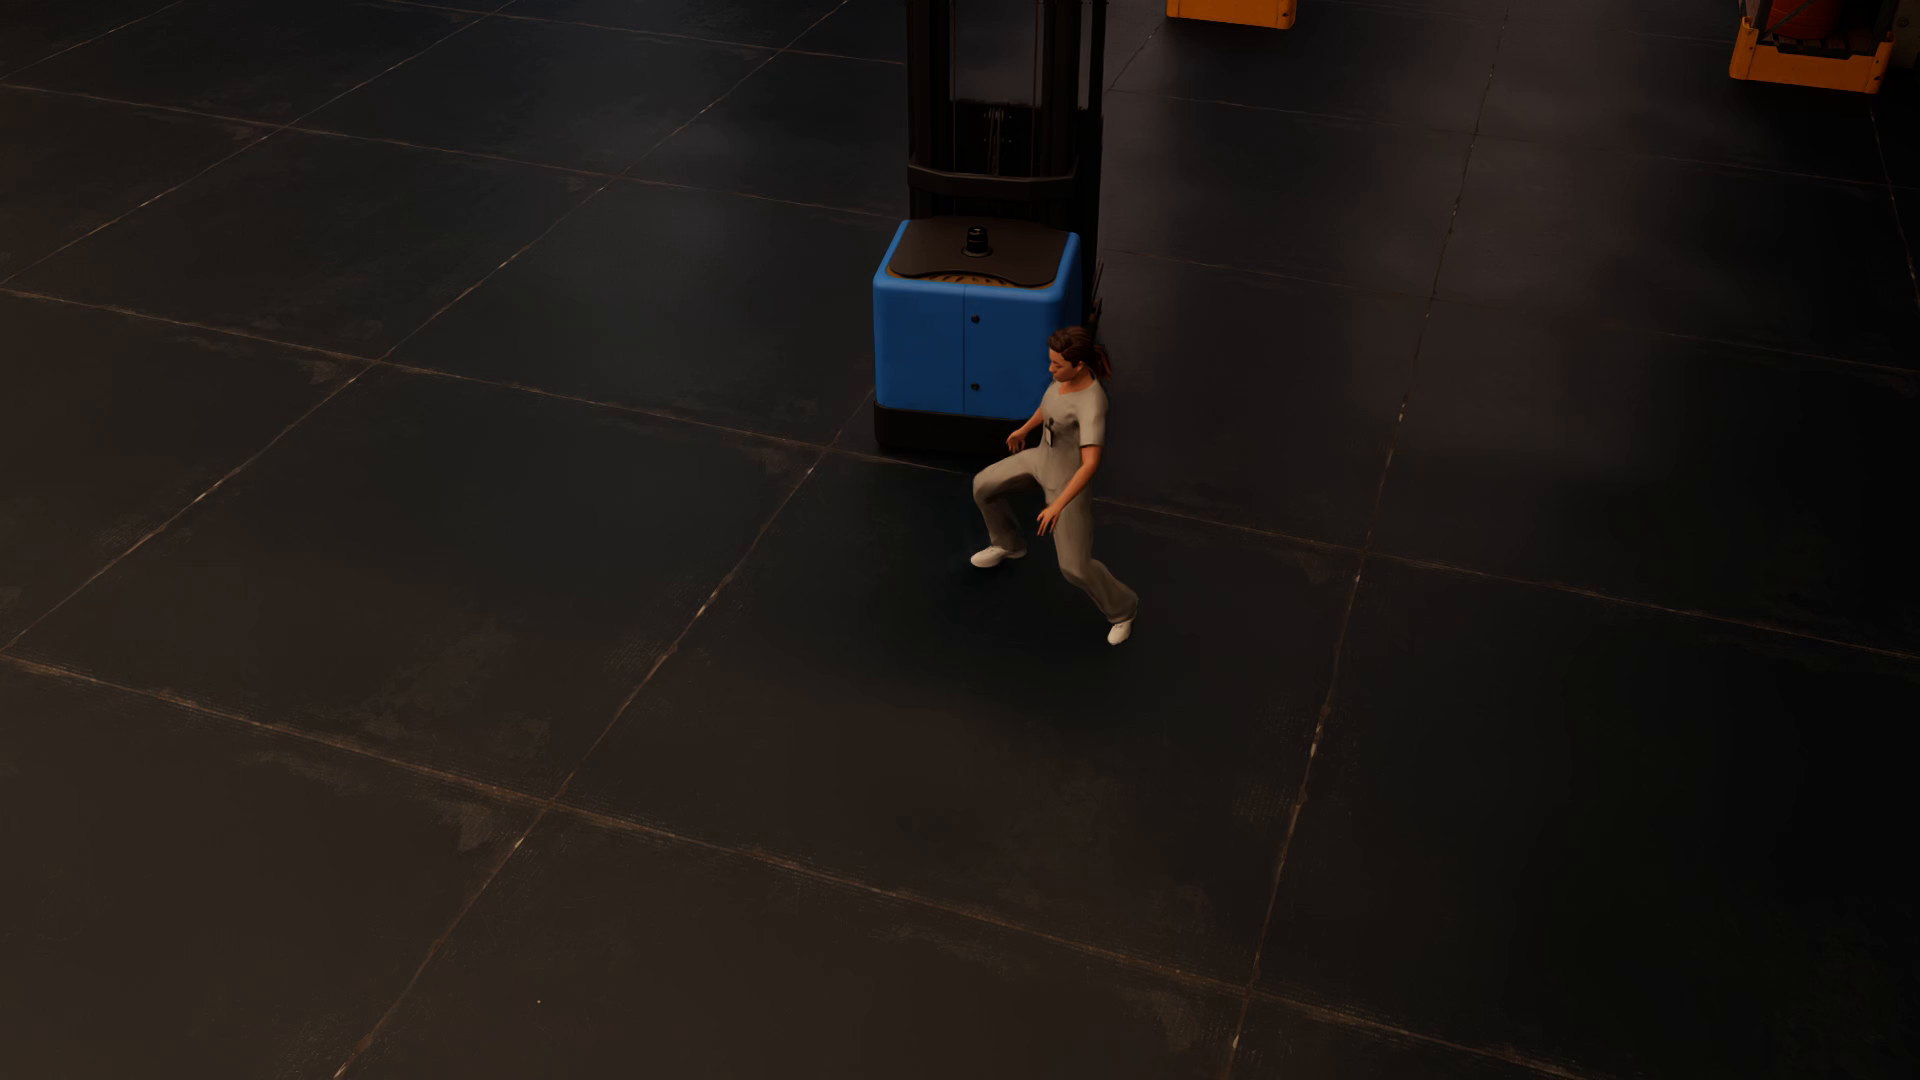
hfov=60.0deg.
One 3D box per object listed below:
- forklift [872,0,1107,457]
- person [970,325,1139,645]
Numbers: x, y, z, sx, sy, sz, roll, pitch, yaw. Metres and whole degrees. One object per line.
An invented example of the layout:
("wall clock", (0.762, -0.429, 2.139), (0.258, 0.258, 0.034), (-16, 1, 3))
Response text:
("forklift", (0.294, -2.478, 9.606), (1.130, 2.935, 3.031), (6, 36, 8))
("person", (0.476, -0.304, 7.782), (0.700, 1.551, 0.870), (-9, 36, -13))
